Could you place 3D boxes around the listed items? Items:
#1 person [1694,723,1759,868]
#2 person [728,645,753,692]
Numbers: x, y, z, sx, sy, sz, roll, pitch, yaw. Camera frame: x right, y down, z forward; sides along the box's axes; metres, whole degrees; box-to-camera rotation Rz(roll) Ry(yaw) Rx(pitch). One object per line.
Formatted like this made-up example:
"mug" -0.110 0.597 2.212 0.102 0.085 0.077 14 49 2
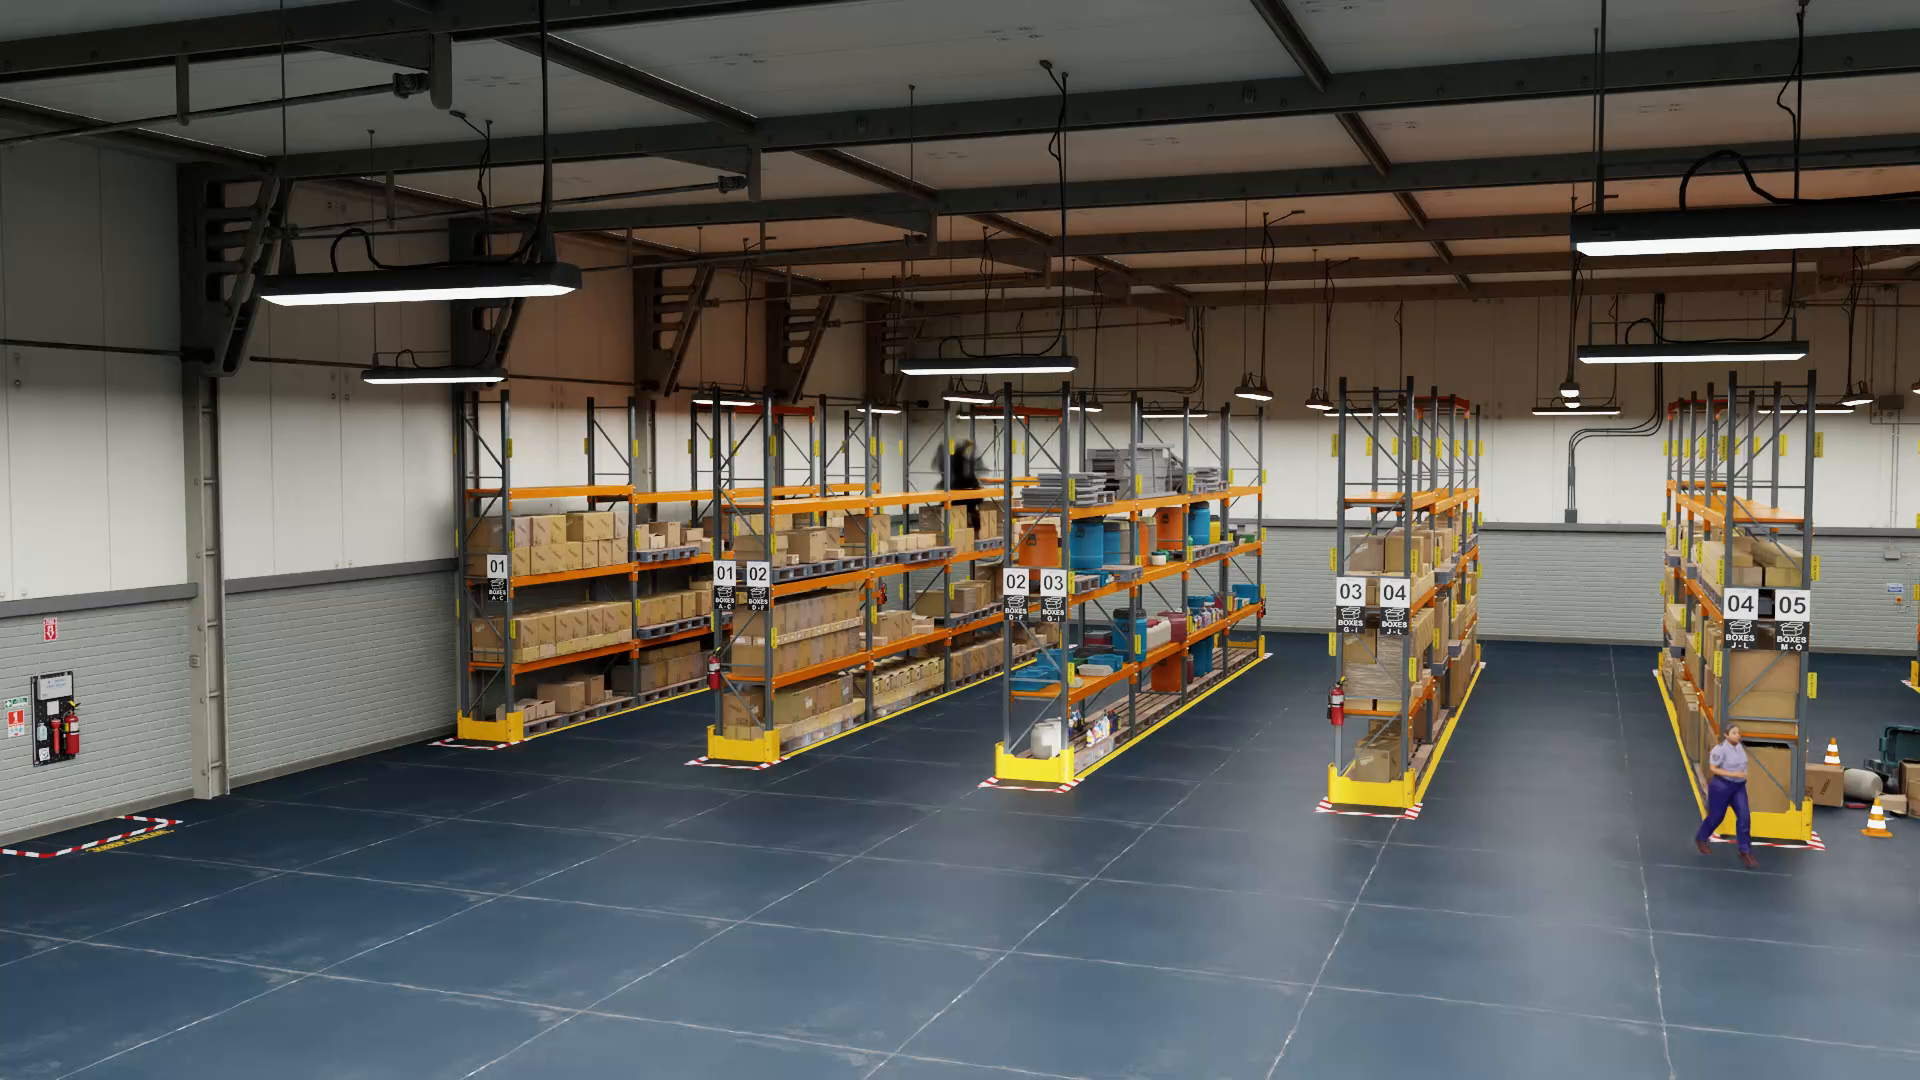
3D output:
"person" 9.312 3.064 20.179 0.615 1.701 0.834 -1 3 -18
"person" -3.999 2.431 30.908 0.708 1.745 0.714 1 3 13
